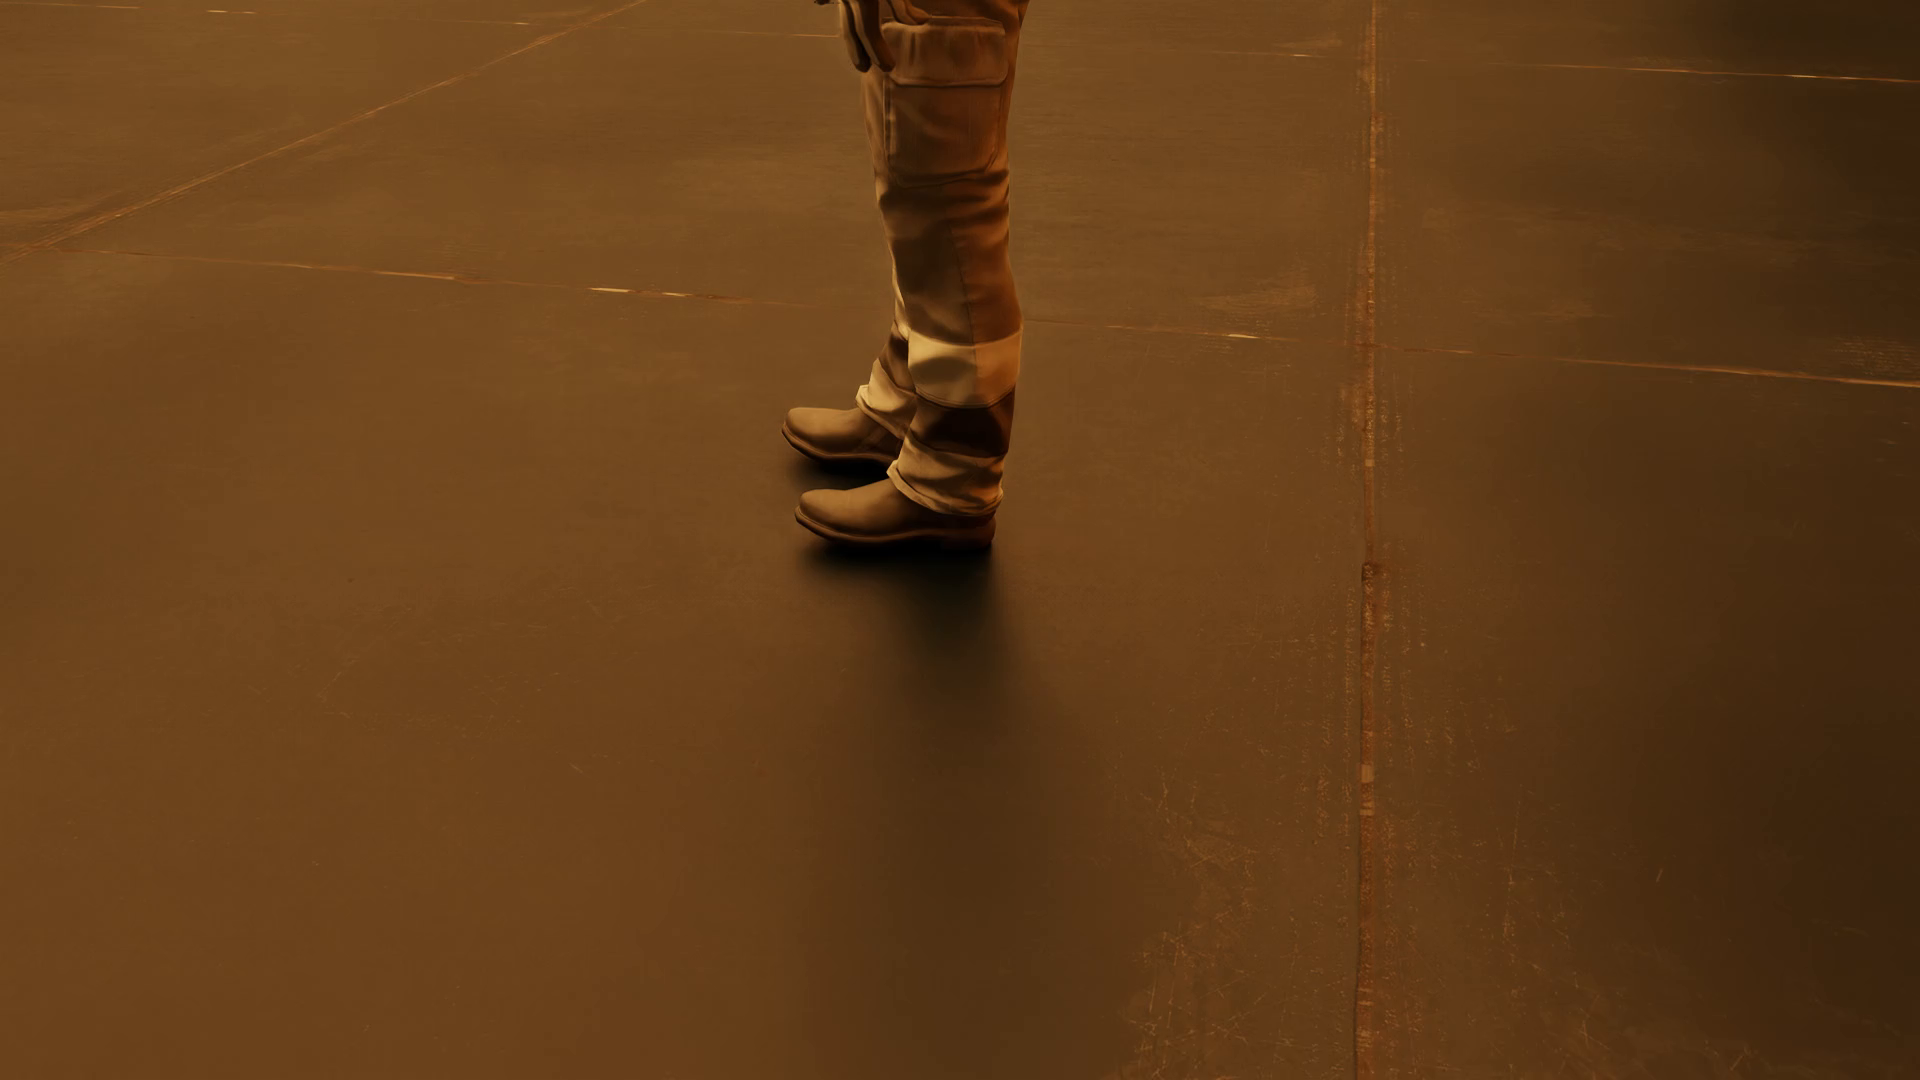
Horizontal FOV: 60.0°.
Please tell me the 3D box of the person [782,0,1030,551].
[{"bbox_3d":[-0.076,-0.819,2.120,0.562,1.790,0.637,6,27,11],"label":"person"}]
